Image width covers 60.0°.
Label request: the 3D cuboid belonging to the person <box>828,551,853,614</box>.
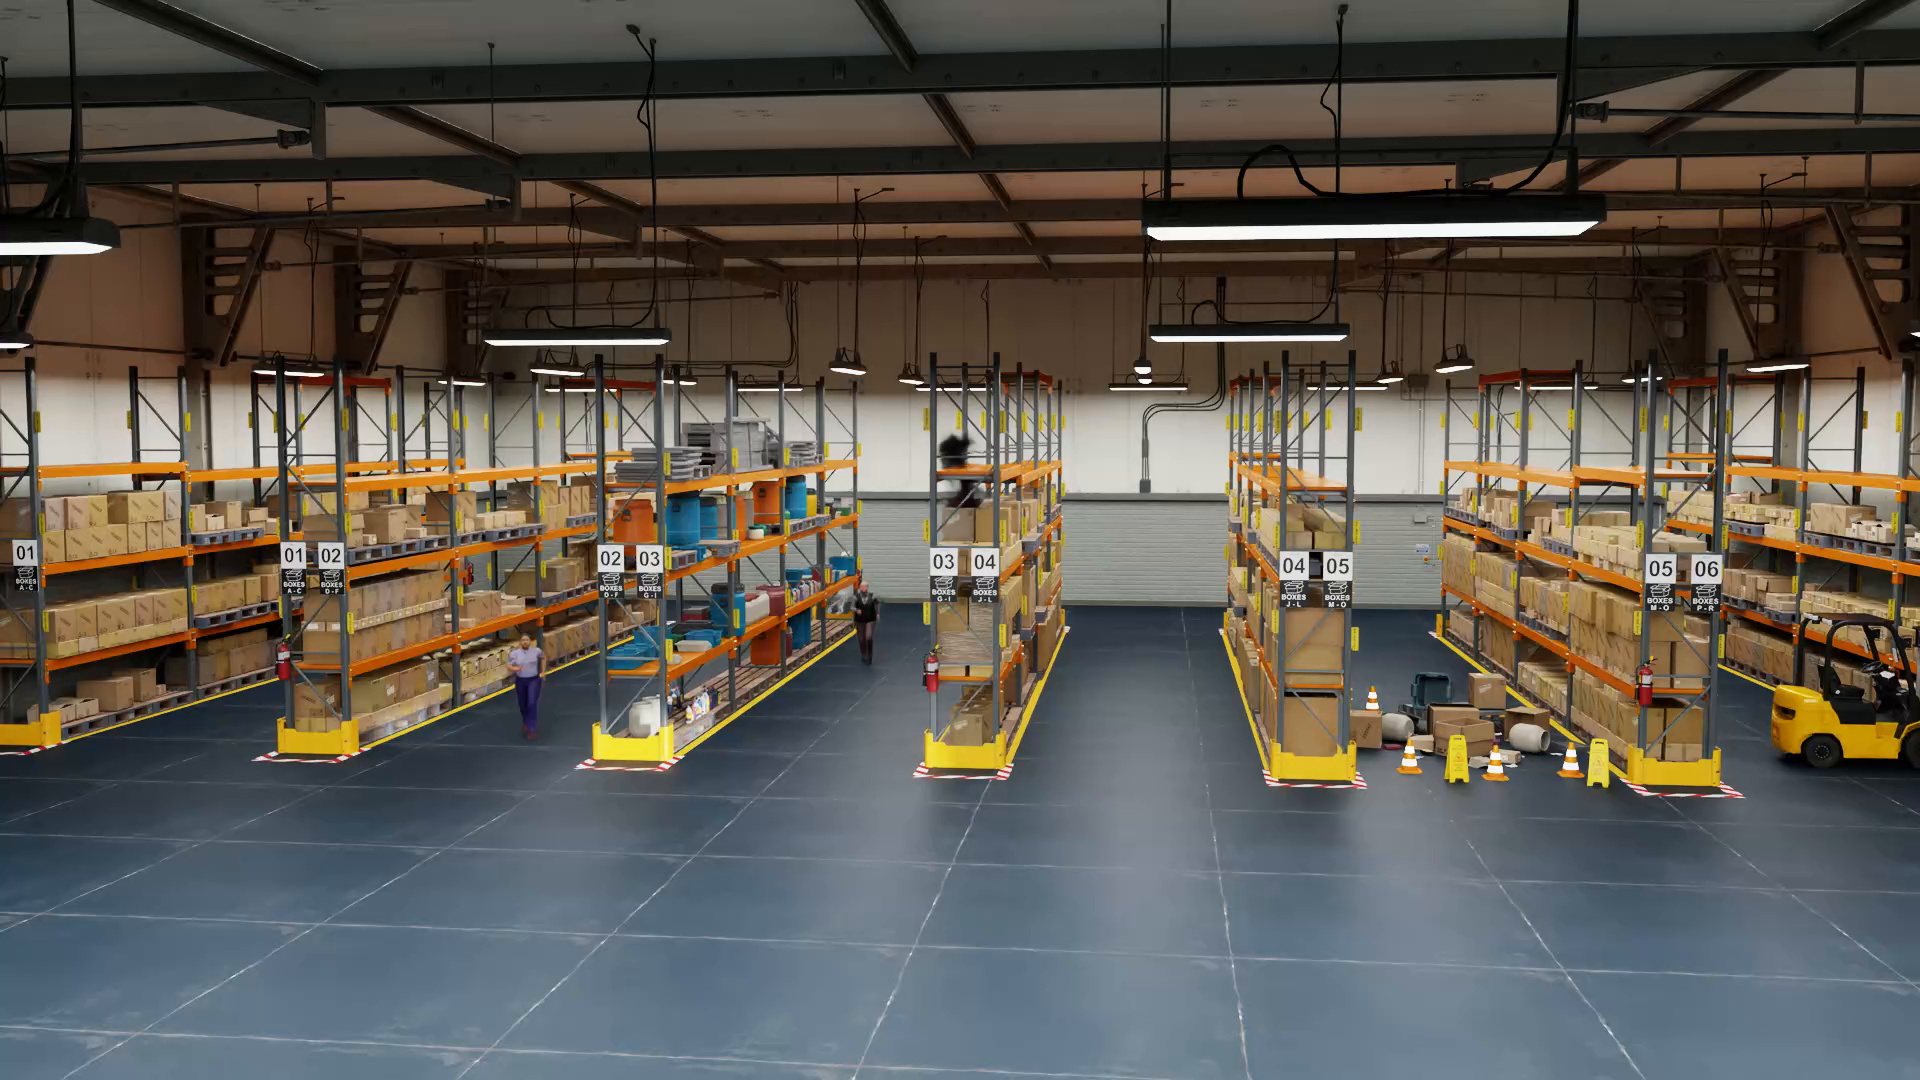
[{"bbox_3d":[-3.000,1.148,42.513,0.769,1.714,0.789,3,5,36],"label":"person"}]

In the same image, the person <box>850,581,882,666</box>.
[{"bbox_3d":[-1.954,1.727,34.259,0.620,1.754,0.813,0,4,5],"label":"person"}]

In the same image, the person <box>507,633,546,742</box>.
[{"bbox_3d":[-6.875,2.315,26.389,0.553,1.707,0.842,0,4,-5],"label":"person"}]

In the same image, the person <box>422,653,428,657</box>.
[{"bbox_3d":[-10.935,1.811,33.543,0.713,1.649,0.766,0,4,-7],"label":"person"}]
